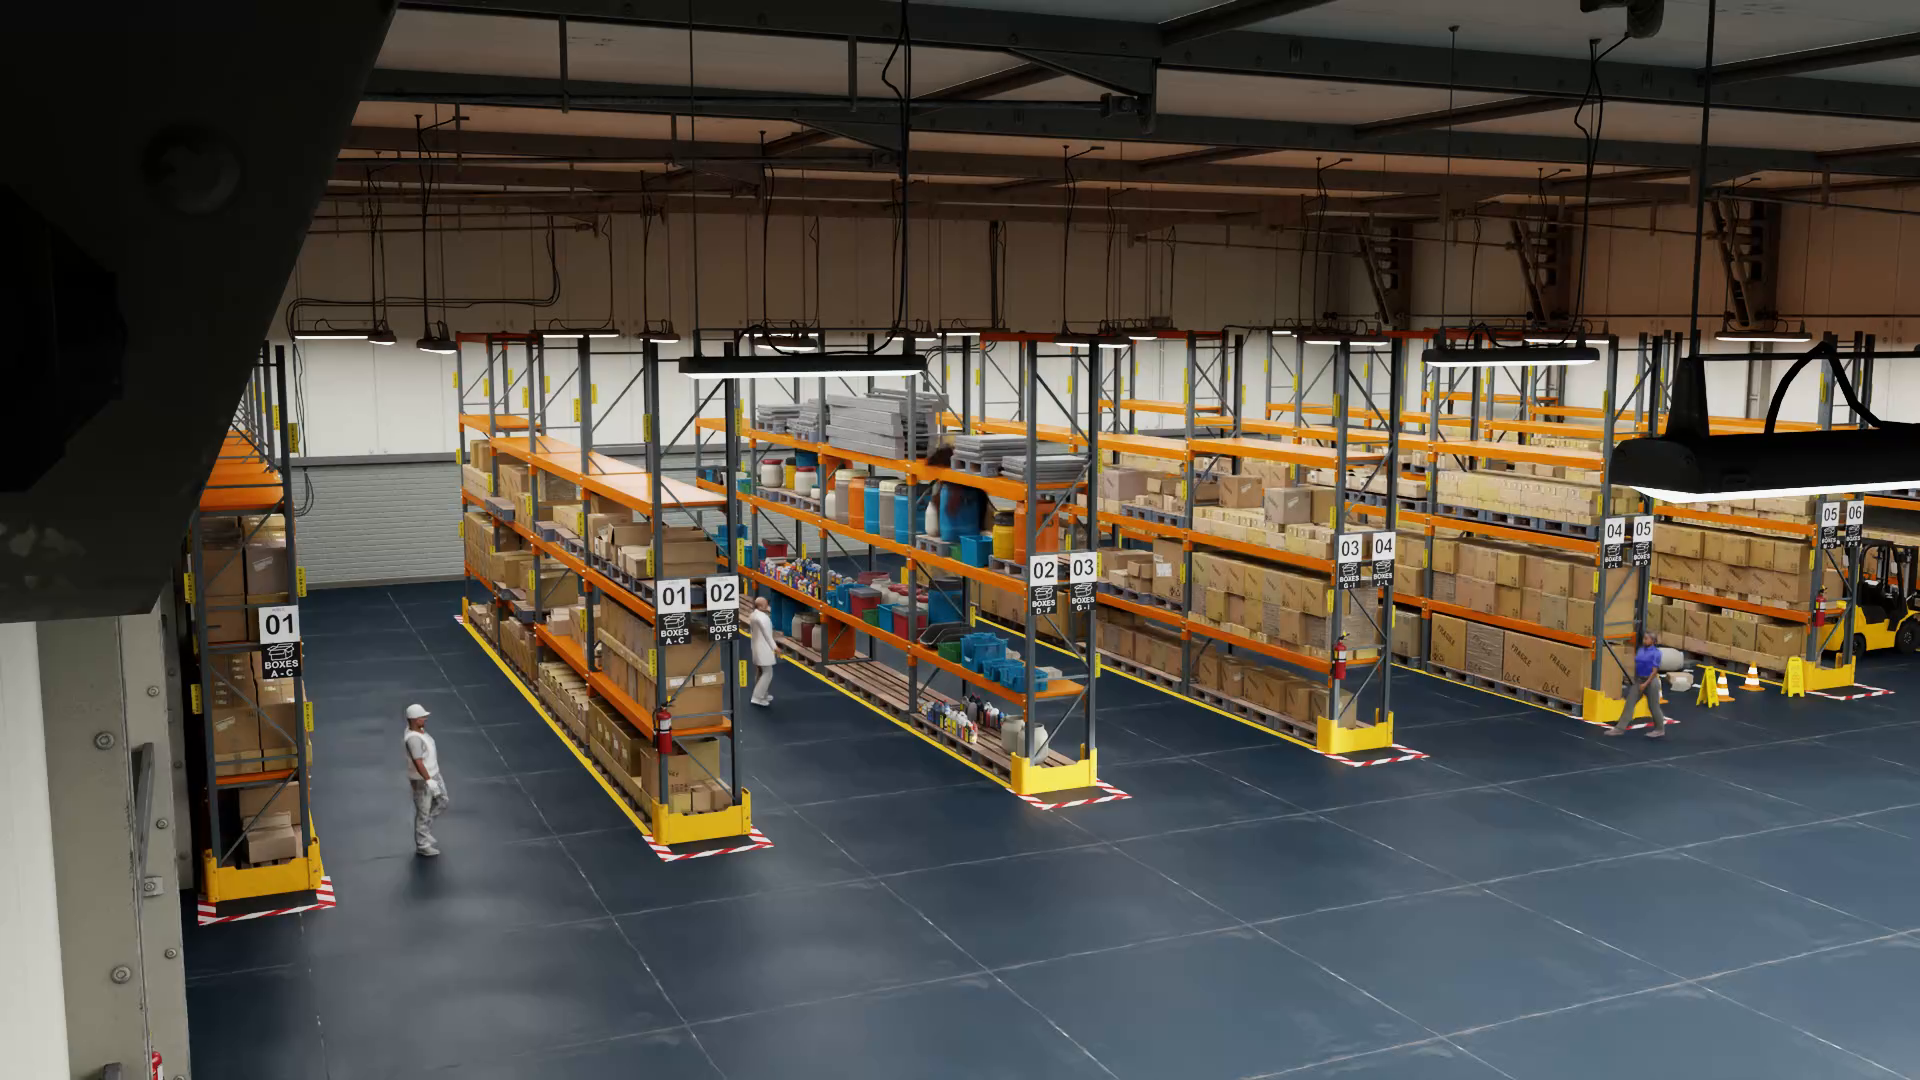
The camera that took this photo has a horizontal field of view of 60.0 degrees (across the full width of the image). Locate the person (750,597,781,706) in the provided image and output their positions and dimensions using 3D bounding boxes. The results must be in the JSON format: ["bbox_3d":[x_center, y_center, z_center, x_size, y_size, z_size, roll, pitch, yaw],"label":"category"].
[{"bbox_3d":[-3.221,1.801,27.053,0.551,1.789,0.614,-4,9,-26],"label":"person"}]

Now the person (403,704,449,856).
[{"bbox_3d":[-6.315,2.813,19.666,0.571,1.789,0.661,1,8,6],"label":"person"}]

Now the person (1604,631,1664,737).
[{"bbox_3d":[10.181,2.165,24.901,0.889,1.622,0.512,-4,8,-24],"label":"person"}]
